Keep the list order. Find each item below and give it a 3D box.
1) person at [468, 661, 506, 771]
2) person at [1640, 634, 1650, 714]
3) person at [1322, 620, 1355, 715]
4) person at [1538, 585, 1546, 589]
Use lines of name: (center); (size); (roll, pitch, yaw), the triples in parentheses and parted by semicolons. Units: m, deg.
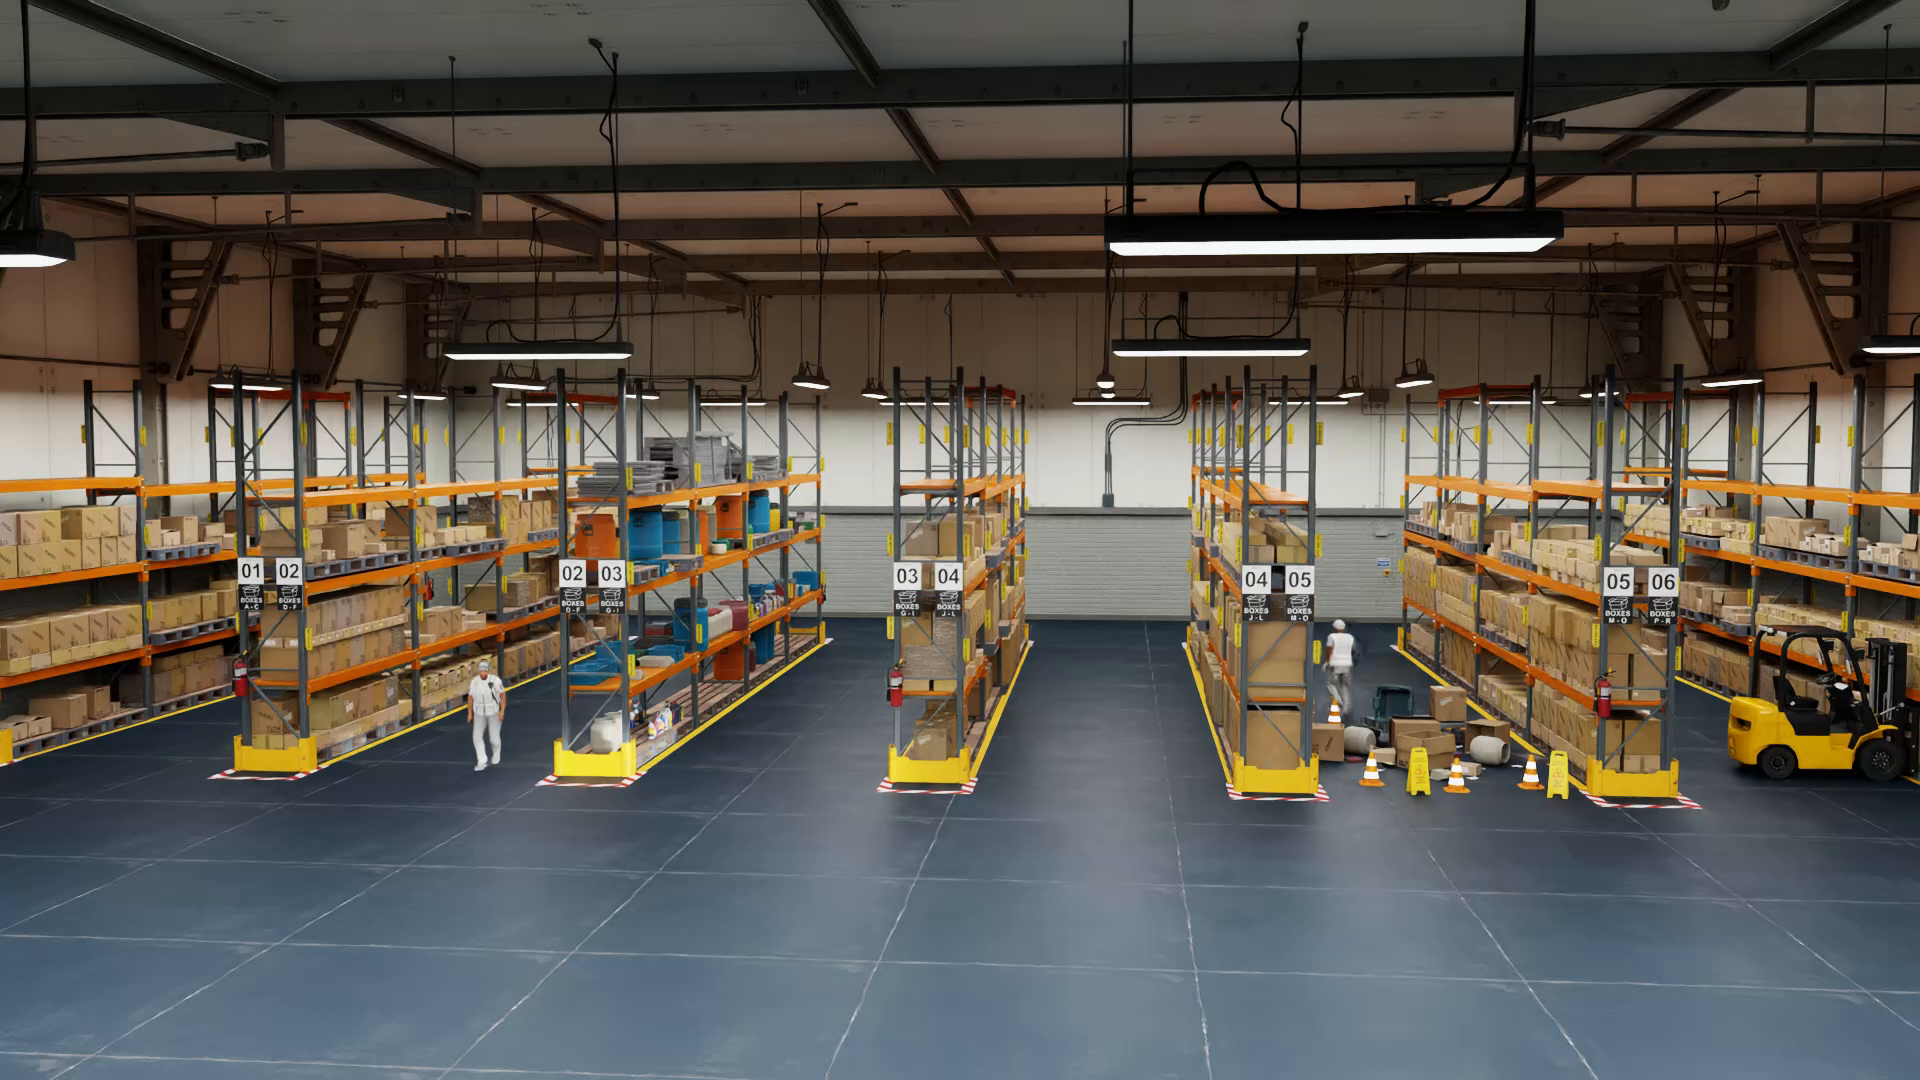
person: (-7.151, 2.631, 25.154); (0.571, 1.647, 0.592); (0, 4, 1)
person: (11.418, 2.374, 28.037); (0.573, 1.787, 0.551); (0, 4, 4)
person: (6.885, 2.293, 30.197); (0.654, 1.673, 0.792); (0, 4, -2)
person: (13.489, 1.805, 38.469); (1.023, 1.573, 0.418); (3, 4, 38)
